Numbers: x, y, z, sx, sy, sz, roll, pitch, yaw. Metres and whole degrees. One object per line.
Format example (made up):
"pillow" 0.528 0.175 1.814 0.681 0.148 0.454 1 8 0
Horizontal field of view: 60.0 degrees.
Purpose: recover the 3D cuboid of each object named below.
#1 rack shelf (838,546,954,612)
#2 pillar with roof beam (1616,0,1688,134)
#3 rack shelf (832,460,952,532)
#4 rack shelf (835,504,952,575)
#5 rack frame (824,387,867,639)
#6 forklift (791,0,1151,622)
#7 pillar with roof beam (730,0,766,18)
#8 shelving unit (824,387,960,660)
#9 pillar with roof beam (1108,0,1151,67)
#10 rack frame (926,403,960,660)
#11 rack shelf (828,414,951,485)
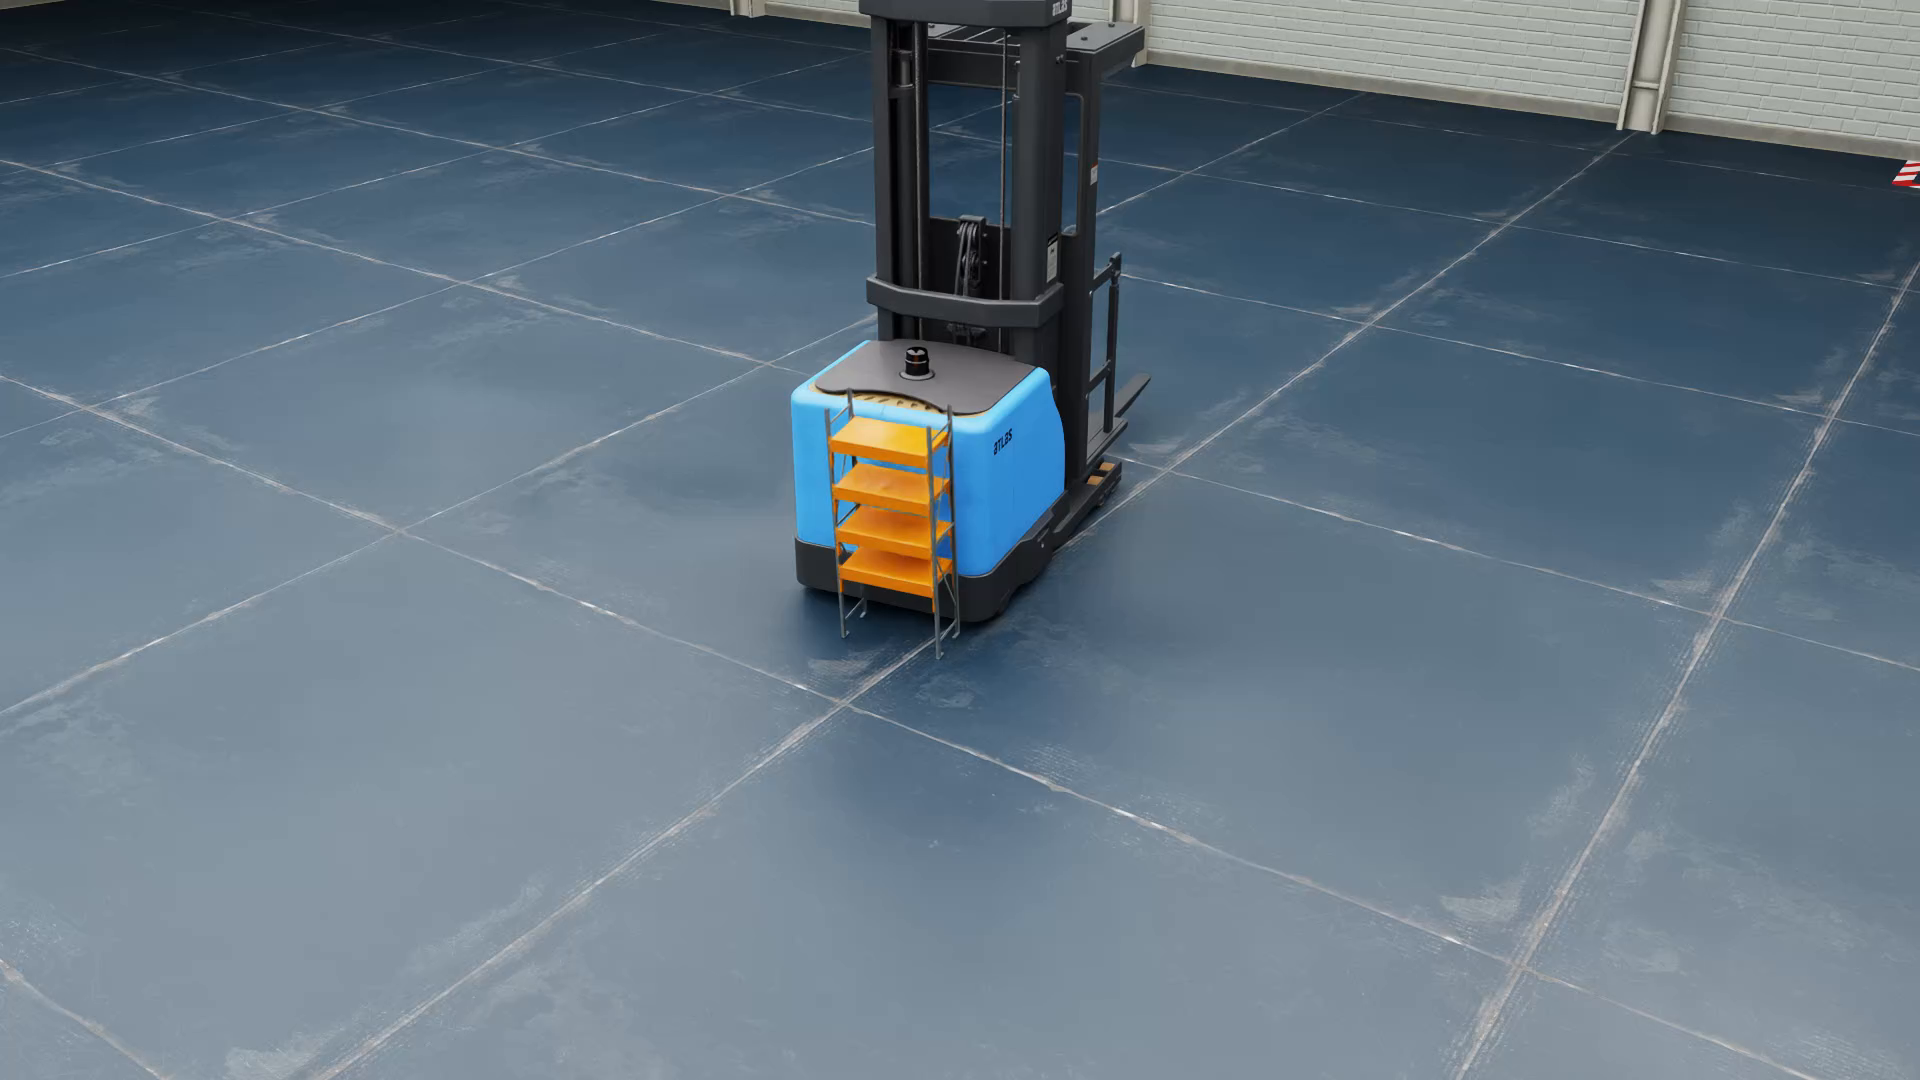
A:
"rack shelf" -0.288 0.163 7.673 0.480 0.148 0.258 11 33 21
"pillar with roof beam" 4.521 -6.607 11.811 0.400 9.000 9.100 17 32 30
"rack shelf" -0.300 -0.200 7.458 0.480 0.148 0.258 11 33 21
"rack shelf" -0.294 -0.008 7.572 0.480 0.148 0.258 11 33 21
"rack frame" -0.519 -0.110 7.624 0.015 1.200 0.240 11 33 21
"forklift" 0.254 -1.564 8.592 1.130 2.935 3.031 11 29 21
"pillar with roof beam" -5.370 -9.688 17.866 0.400 9.000 9.100 17 32 30
"shelving unit" -0.295 -0.066 7.537 0.503 1.200 0.258 11 33 21
"pillar with roof beam" -0.425 -8.148 14.839 0.400 9.000 9.100 17 32 30
"rack frame" -0.072 -0.022 7.450 0.015 1.200 0.240 11 33 21
"rack shelf" -0.307 -0.404 7.337 0.480 0.148 0.258 11 33 21
